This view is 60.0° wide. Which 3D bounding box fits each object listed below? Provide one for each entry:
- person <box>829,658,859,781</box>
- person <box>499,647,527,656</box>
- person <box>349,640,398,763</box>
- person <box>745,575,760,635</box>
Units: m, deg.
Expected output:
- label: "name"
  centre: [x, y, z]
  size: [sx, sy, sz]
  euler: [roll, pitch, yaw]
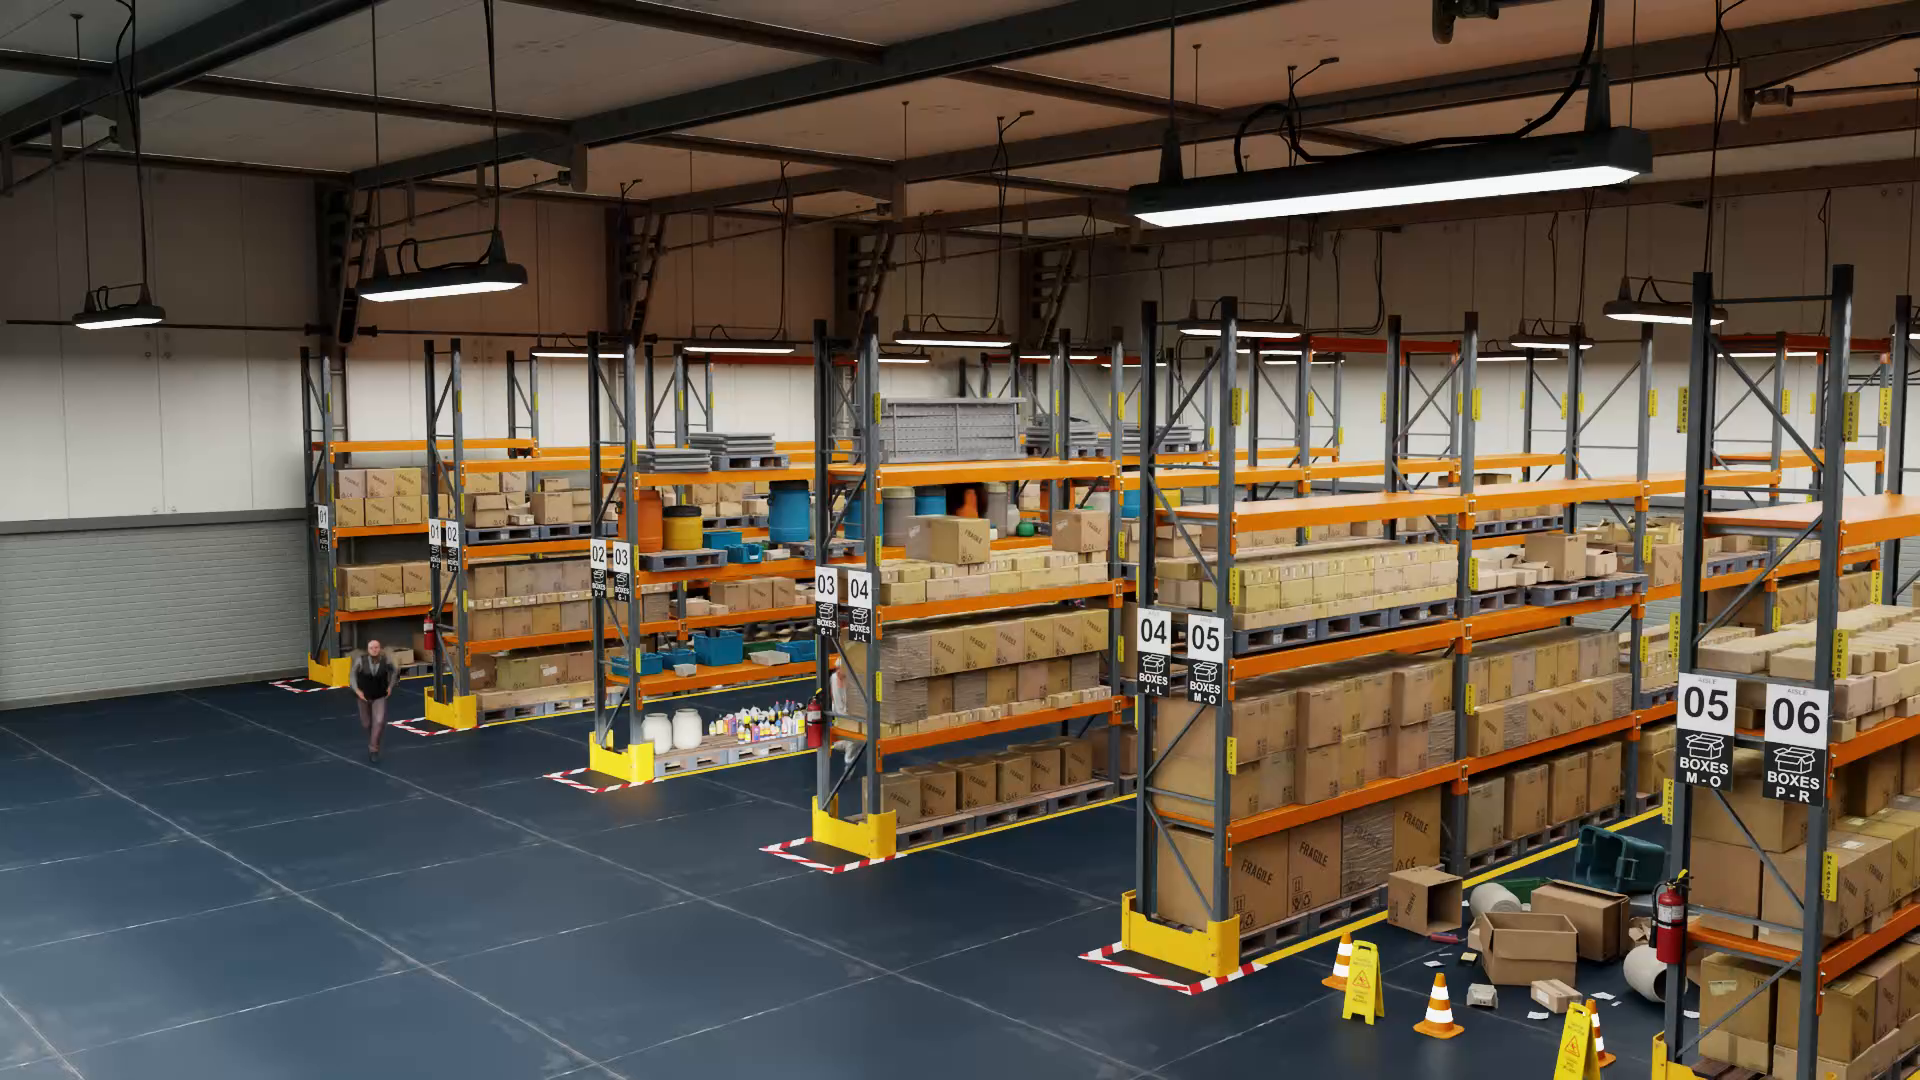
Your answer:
- label: "person"
  centre: [-1.507, 2.378, 22.160]
  size: [0.652, 1.707, 0.744]
  euler: [2, 5, 17]
- label: "person"
  centre: [-7.742, 1.778, 29.143]
  size: [0.631, 1.654, 0.778]
  euler: [3, 6, 30]
- label: "person"
  centre: [-8.362, 2.260, 23.691]
  size: [0.627, 1.712, 0.999]
  euler: [-2, 5, -17]
- label: "person"
  centre: [-4.079, 1.494, 32.647]
  size: [0.569, 1.617, 0.554]
  euler: [5, 7, 44]
